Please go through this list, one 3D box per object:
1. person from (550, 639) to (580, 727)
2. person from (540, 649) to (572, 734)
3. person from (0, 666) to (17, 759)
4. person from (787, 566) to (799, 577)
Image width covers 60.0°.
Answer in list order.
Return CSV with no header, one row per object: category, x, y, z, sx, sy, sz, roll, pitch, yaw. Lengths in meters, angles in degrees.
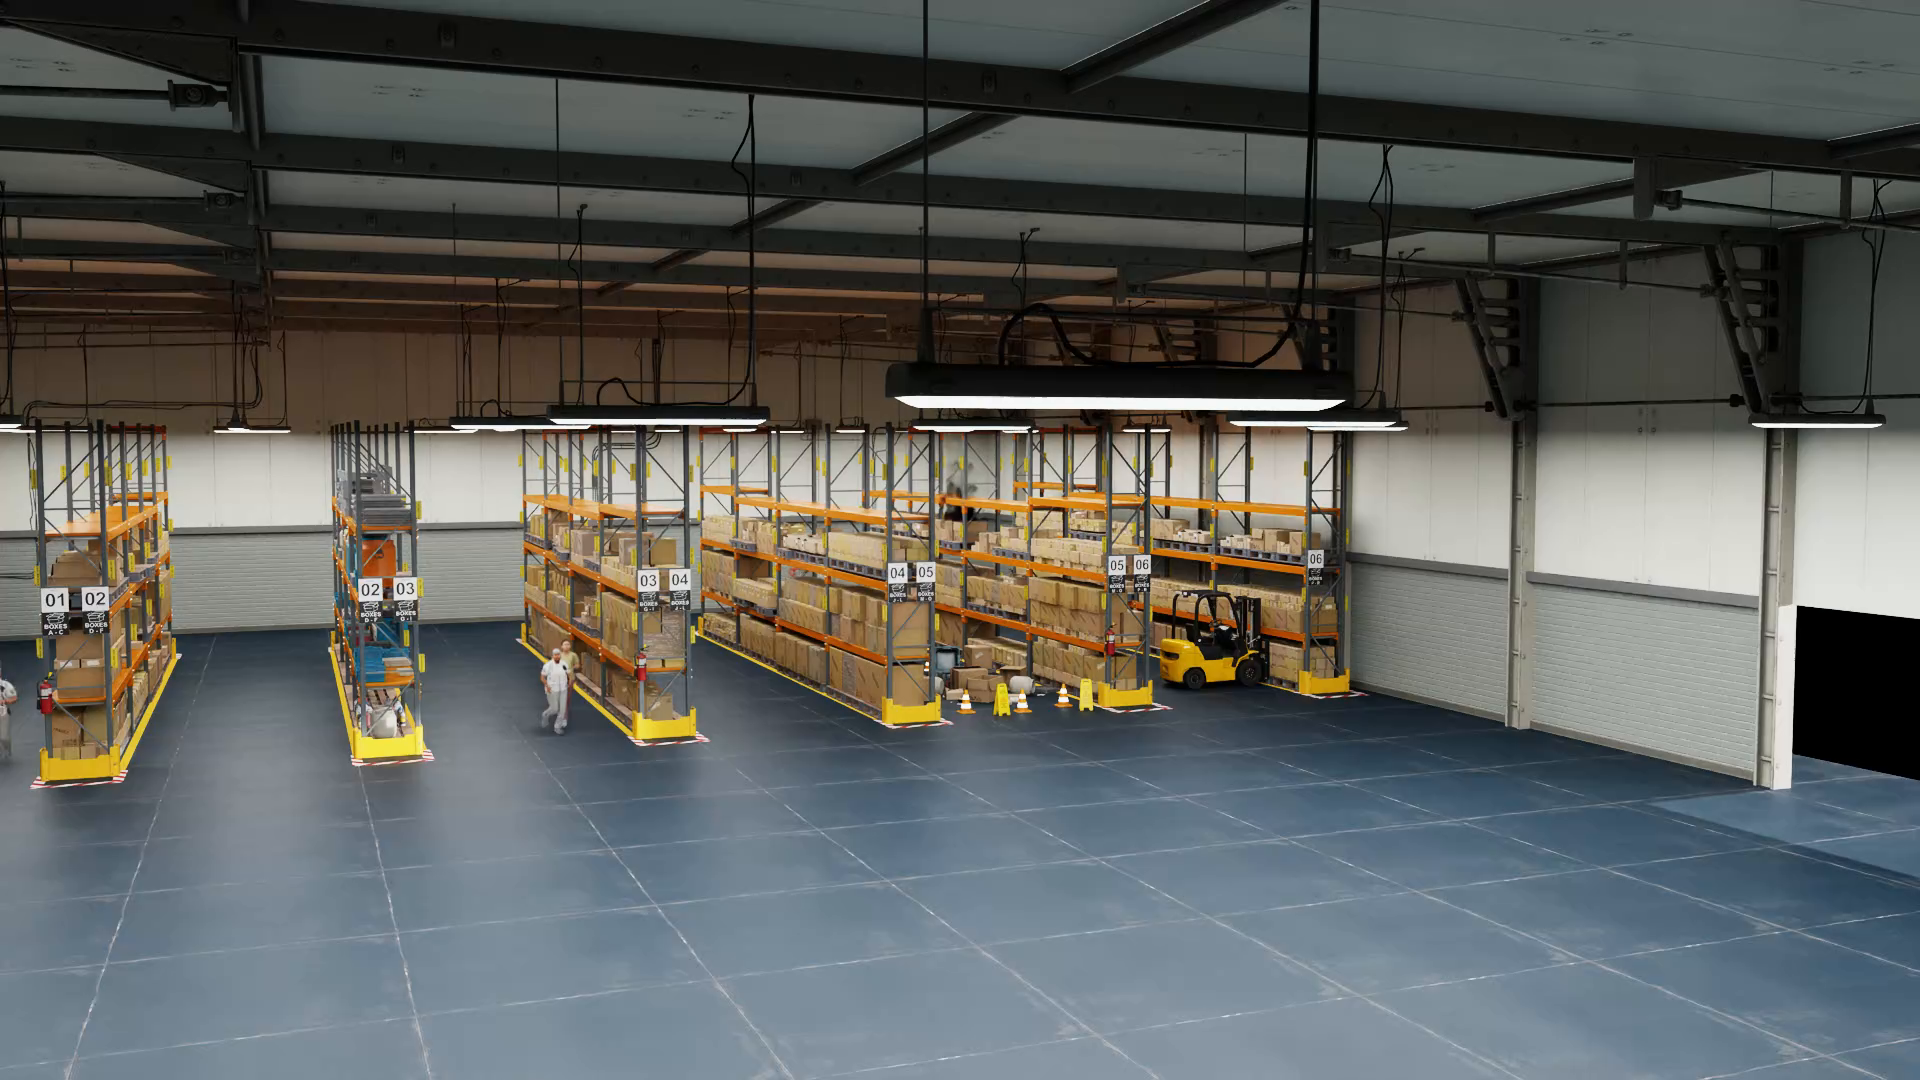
person,-7.852,2.821,33.113,0.561,1.728,0.754,-2,4,-25
person,-7.791,2.909,32.166,0.600,1.641,0.596,-2,4,-32
person,-16.712,3.034,28.817,0.674,1.748,0.934,-2,4,-23
person,-5.003,1.672,50.487,1.002,1.803,0.672,-1,4,-18
